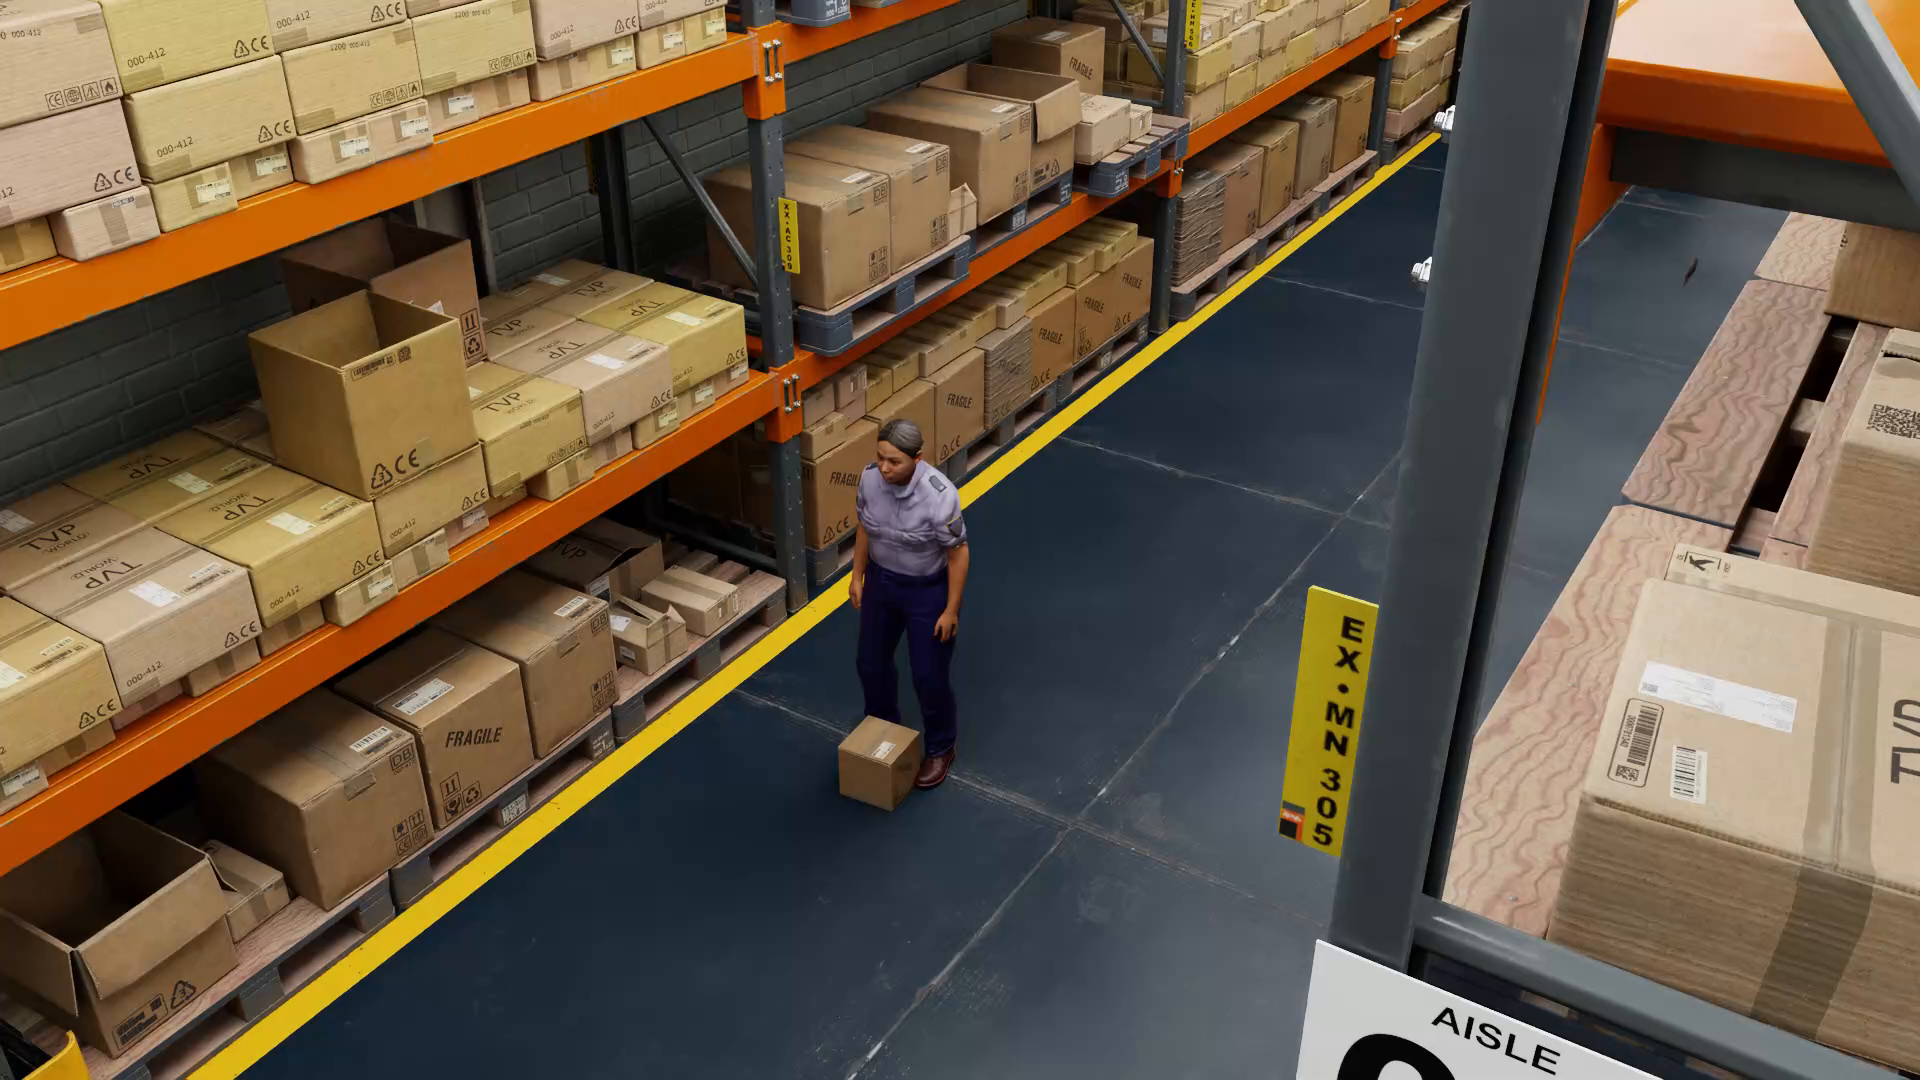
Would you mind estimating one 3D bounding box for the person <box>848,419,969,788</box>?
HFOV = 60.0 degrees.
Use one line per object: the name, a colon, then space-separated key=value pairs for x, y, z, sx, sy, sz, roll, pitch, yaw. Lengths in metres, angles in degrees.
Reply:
person: x=-0.215 y=0.224 z=6.760 sx=0.538 sy=1.652 sz=0.371 roll=18 pitch=35 yaw=28
